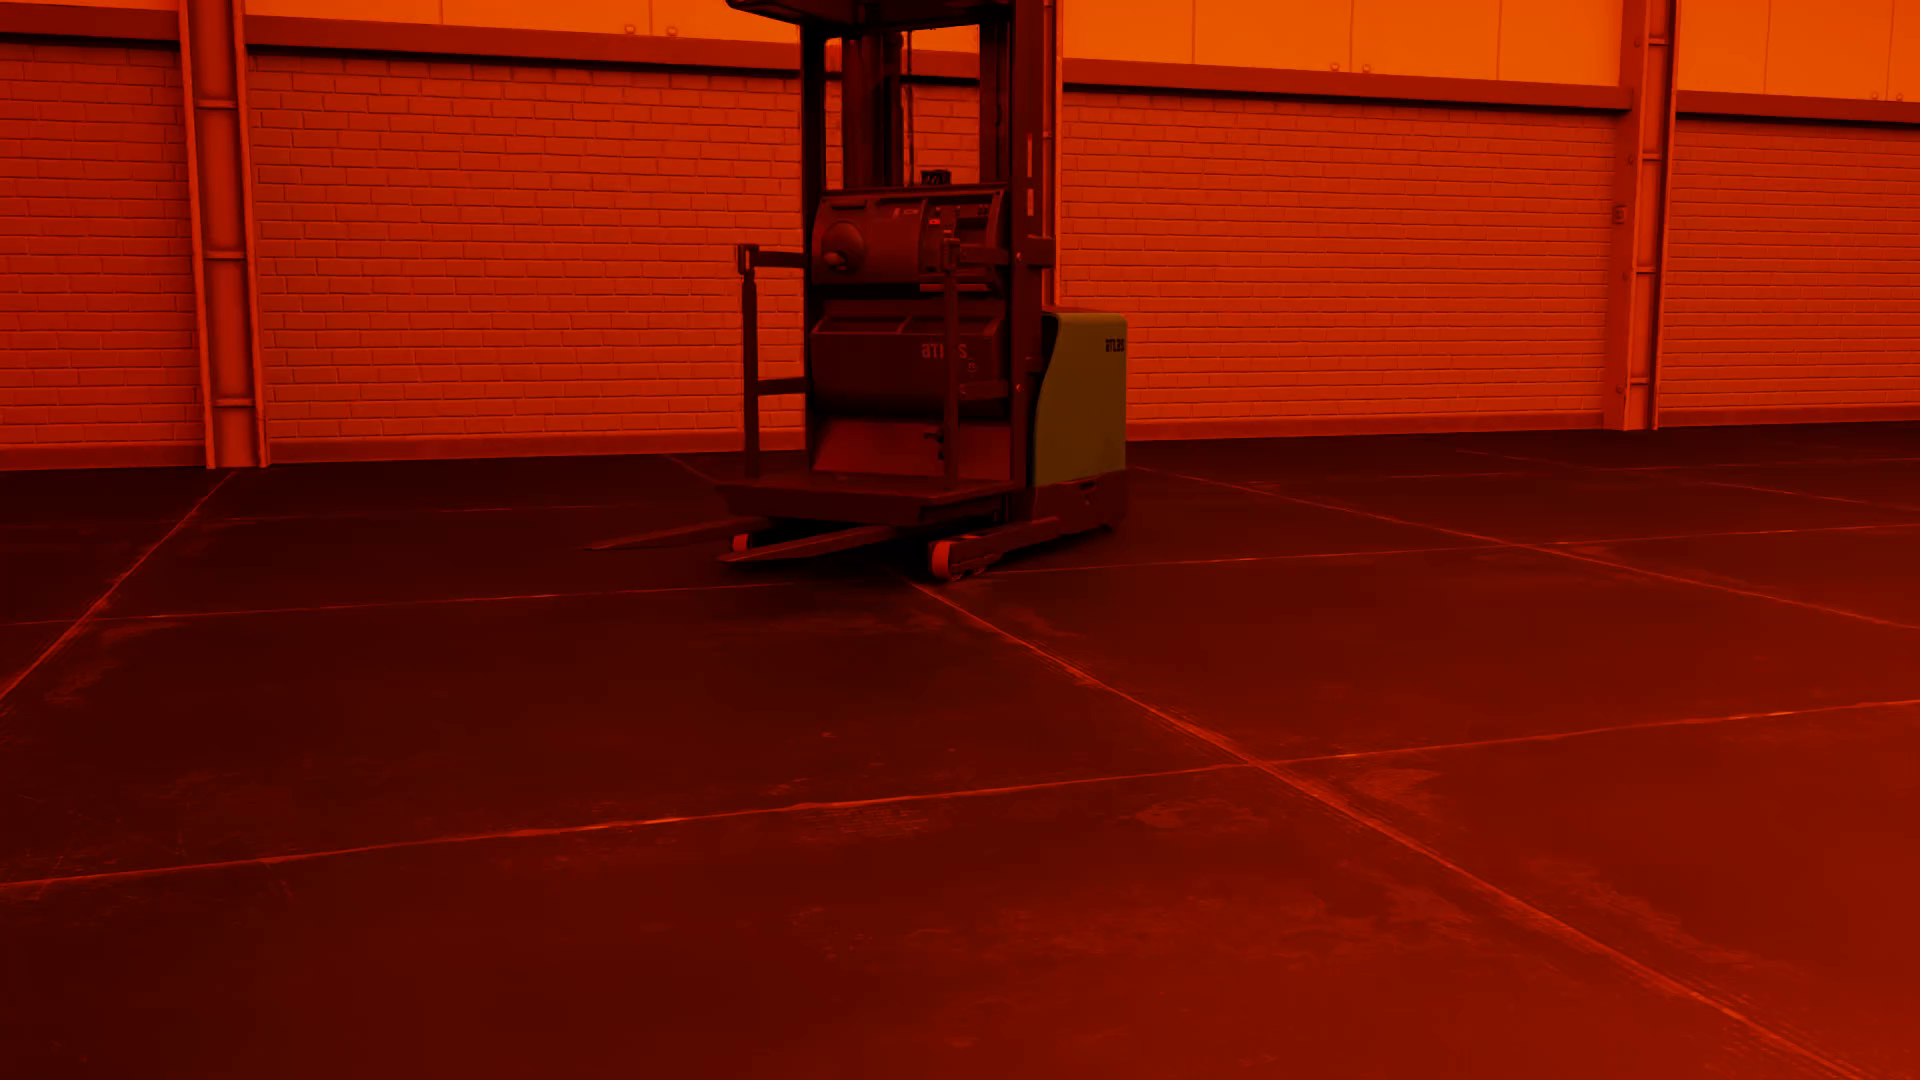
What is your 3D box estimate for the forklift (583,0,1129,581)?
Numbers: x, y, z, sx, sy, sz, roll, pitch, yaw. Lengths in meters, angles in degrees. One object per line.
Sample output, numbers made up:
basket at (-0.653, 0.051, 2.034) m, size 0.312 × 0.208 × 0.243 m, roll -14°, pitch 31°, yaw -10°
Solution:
forklift at (-0.337, -1.357, 7.026) m, size 1.130 × 2.935 × 3.031 m, roll 4°, pitch 9°, yaw 29°
